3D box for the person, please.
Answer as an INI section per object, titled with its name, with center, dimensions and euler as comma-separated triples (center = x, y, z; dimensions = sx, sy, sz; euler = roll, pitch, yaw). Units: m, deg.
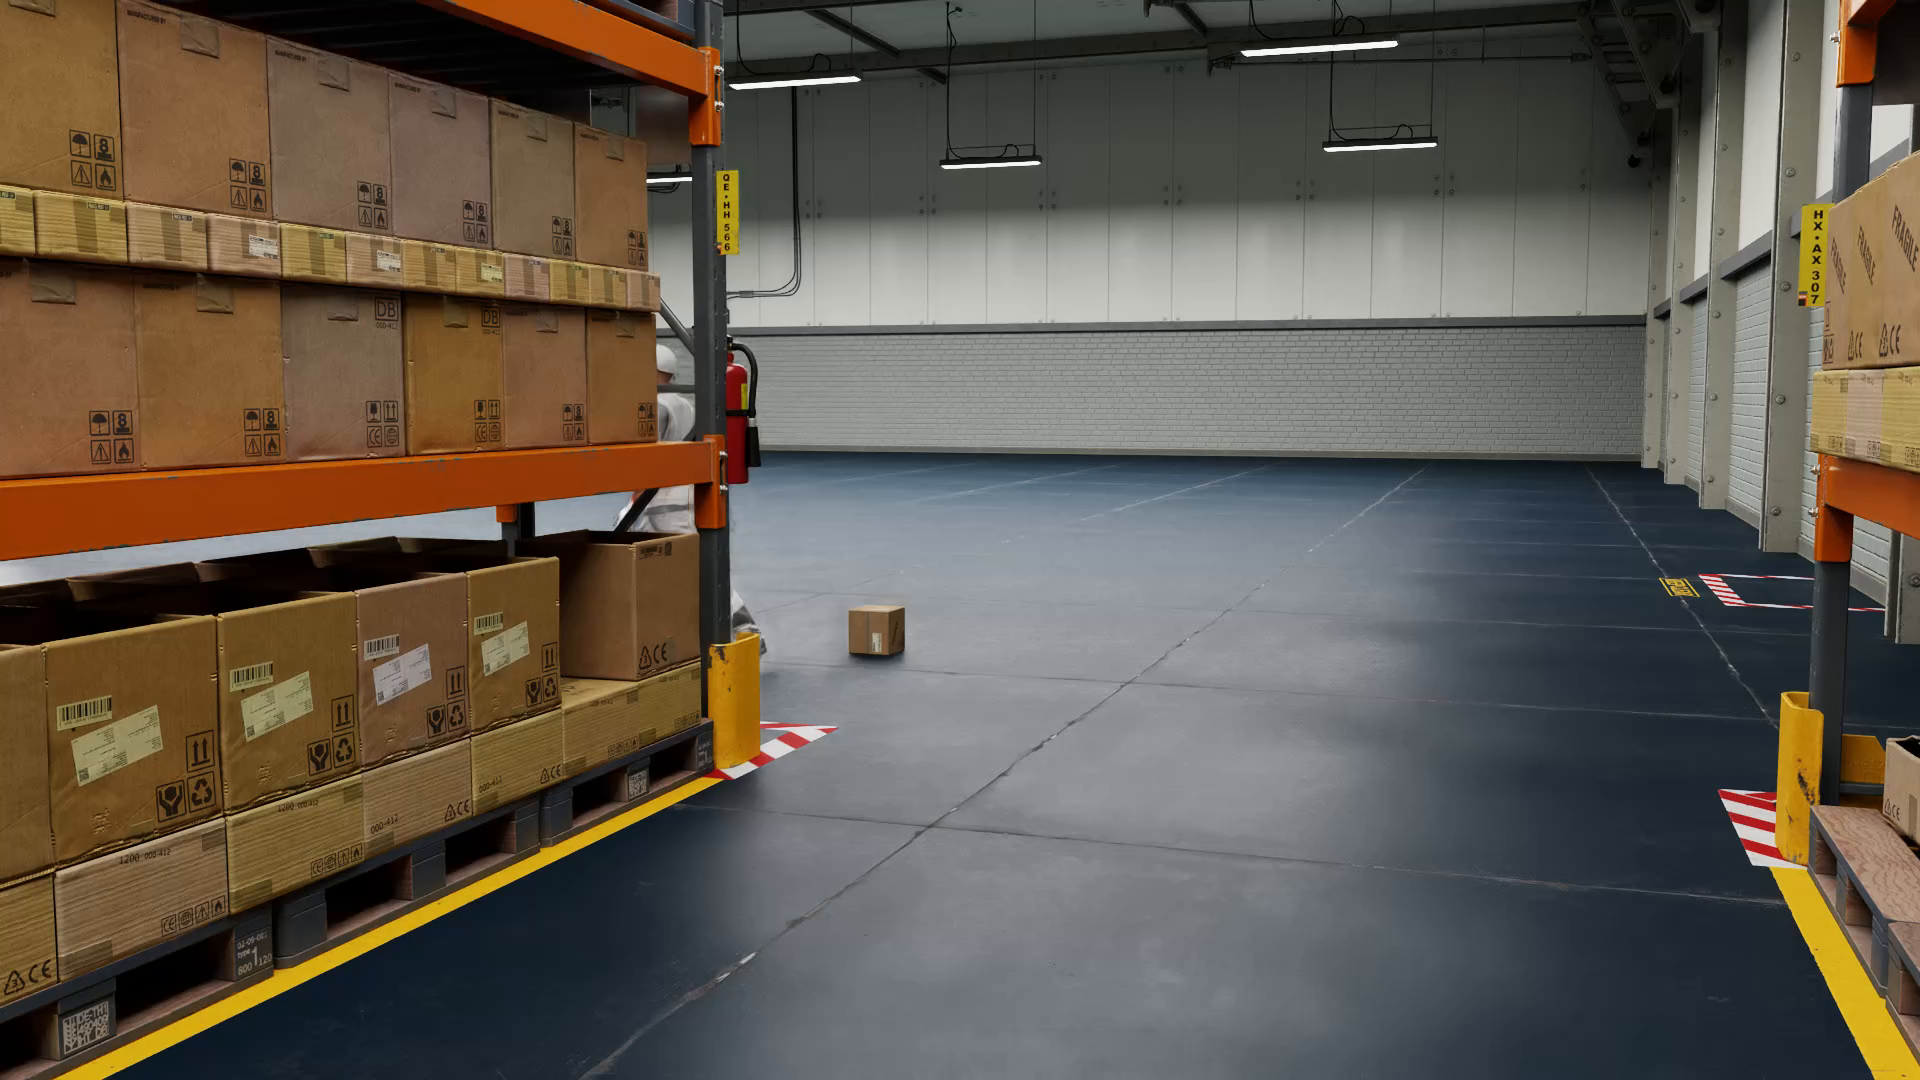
[person]
center = -1.576, -0.176, 8.906
dimensions = 1.088, 1.738, 0.575
euler = 0, 5, 4
